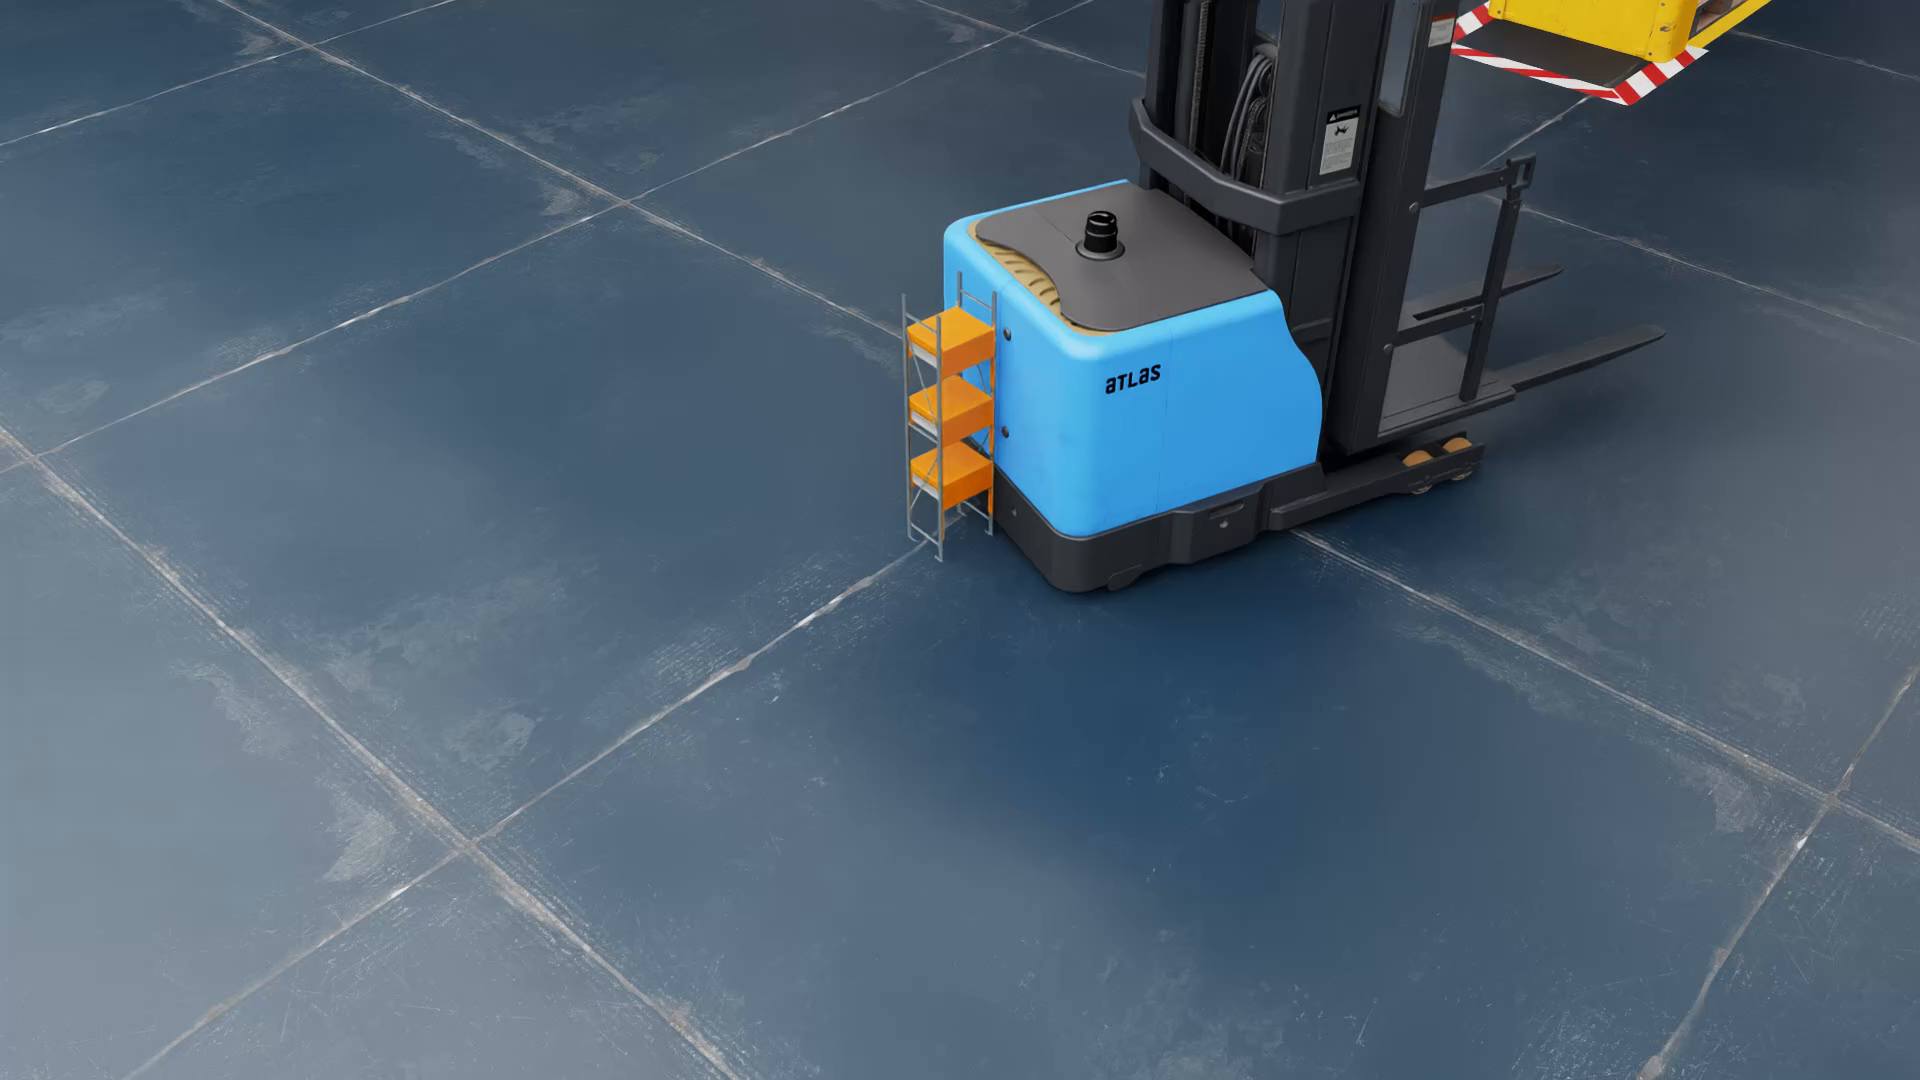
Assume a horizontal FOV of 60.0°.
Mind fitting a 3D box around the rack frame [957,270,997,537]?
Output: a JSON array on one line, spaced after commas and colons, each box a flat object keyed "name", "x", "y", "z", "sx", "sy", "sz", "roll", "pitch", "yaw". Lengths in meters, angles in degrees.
[{"name": "rack frame", "x": 0.057, "y": -0.472, "z": 6.000, "sx": 0.008, "sy": 1.050, "sz": 0.200, "roll": -28, "pitch": 46, "yaw": -30}]

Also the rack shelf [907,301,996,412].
[{"name": "rack shelf", "x": -0.036, "y": -0.637, "z": 5.769, "sx": 0.240, "sy": 0.259, "sz": 0.215, "roll": -28, "pitch": 46, "yaw": -30}]

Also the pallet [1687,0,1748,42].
[{"name": "pallet", "x": 4.389, "y": -3.552, "z": 10.548, "sx": 1.003, "sy": 0.211, "sz": 1.213, "roll": 30, "pitch": 47, "yaw": 32}]

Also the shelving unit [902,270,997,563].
[{"name": "shelving unit", "x": -0.036, "y": -0.423, "z": 5.939, "sx": 0.252, "sy": 1.050, "sz": 0.215, "roll": -28, "pitch": 46, "yaw": -30}]

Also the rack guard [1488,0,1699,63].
[{"name": "rack guard", "x": 3.815, "y": -3.307, "z": 10.007, "sx": 1.175, "sy": 0.500, "sz": 0.348, "roll": 30, "pitch": 47, "yaw": 32}]

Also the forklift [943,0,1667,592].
[{"name": "forklift", "x": 1.476, "y": -1.602, "z": 5.910, "sx": 3.031, "sy": 2.935, "sz": 1.130, "roll": -18, "pitch": 42, "yaw": -21}]

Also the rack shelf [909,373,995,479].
[{"name": "rack shelf", "x": -0.036, "y": -0.415, "z": 5.945, "sx": 0.240, "sy": 0.259, "sz": 0.215, "roll": -28, "pitch": 46, "yaw": -30}]

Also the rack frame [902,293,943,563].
[{"name": "rack frame", "x": -0.129, "y": -0.374, "z": 5.877, "sx": 0.008, "sy": 1.050, "sz": 0.200, "roll": -28, "pitch": 46, "yaw": -30}]

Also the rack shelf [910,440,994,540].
[{"name": "rack shelf", "x": -0.036, "y": -0.198, "z": 6.118, "sx": 0.240, "sy": 0.259, "sz": 0.215, "roll": -28, "pitch": 46, "yaw": -30}]
